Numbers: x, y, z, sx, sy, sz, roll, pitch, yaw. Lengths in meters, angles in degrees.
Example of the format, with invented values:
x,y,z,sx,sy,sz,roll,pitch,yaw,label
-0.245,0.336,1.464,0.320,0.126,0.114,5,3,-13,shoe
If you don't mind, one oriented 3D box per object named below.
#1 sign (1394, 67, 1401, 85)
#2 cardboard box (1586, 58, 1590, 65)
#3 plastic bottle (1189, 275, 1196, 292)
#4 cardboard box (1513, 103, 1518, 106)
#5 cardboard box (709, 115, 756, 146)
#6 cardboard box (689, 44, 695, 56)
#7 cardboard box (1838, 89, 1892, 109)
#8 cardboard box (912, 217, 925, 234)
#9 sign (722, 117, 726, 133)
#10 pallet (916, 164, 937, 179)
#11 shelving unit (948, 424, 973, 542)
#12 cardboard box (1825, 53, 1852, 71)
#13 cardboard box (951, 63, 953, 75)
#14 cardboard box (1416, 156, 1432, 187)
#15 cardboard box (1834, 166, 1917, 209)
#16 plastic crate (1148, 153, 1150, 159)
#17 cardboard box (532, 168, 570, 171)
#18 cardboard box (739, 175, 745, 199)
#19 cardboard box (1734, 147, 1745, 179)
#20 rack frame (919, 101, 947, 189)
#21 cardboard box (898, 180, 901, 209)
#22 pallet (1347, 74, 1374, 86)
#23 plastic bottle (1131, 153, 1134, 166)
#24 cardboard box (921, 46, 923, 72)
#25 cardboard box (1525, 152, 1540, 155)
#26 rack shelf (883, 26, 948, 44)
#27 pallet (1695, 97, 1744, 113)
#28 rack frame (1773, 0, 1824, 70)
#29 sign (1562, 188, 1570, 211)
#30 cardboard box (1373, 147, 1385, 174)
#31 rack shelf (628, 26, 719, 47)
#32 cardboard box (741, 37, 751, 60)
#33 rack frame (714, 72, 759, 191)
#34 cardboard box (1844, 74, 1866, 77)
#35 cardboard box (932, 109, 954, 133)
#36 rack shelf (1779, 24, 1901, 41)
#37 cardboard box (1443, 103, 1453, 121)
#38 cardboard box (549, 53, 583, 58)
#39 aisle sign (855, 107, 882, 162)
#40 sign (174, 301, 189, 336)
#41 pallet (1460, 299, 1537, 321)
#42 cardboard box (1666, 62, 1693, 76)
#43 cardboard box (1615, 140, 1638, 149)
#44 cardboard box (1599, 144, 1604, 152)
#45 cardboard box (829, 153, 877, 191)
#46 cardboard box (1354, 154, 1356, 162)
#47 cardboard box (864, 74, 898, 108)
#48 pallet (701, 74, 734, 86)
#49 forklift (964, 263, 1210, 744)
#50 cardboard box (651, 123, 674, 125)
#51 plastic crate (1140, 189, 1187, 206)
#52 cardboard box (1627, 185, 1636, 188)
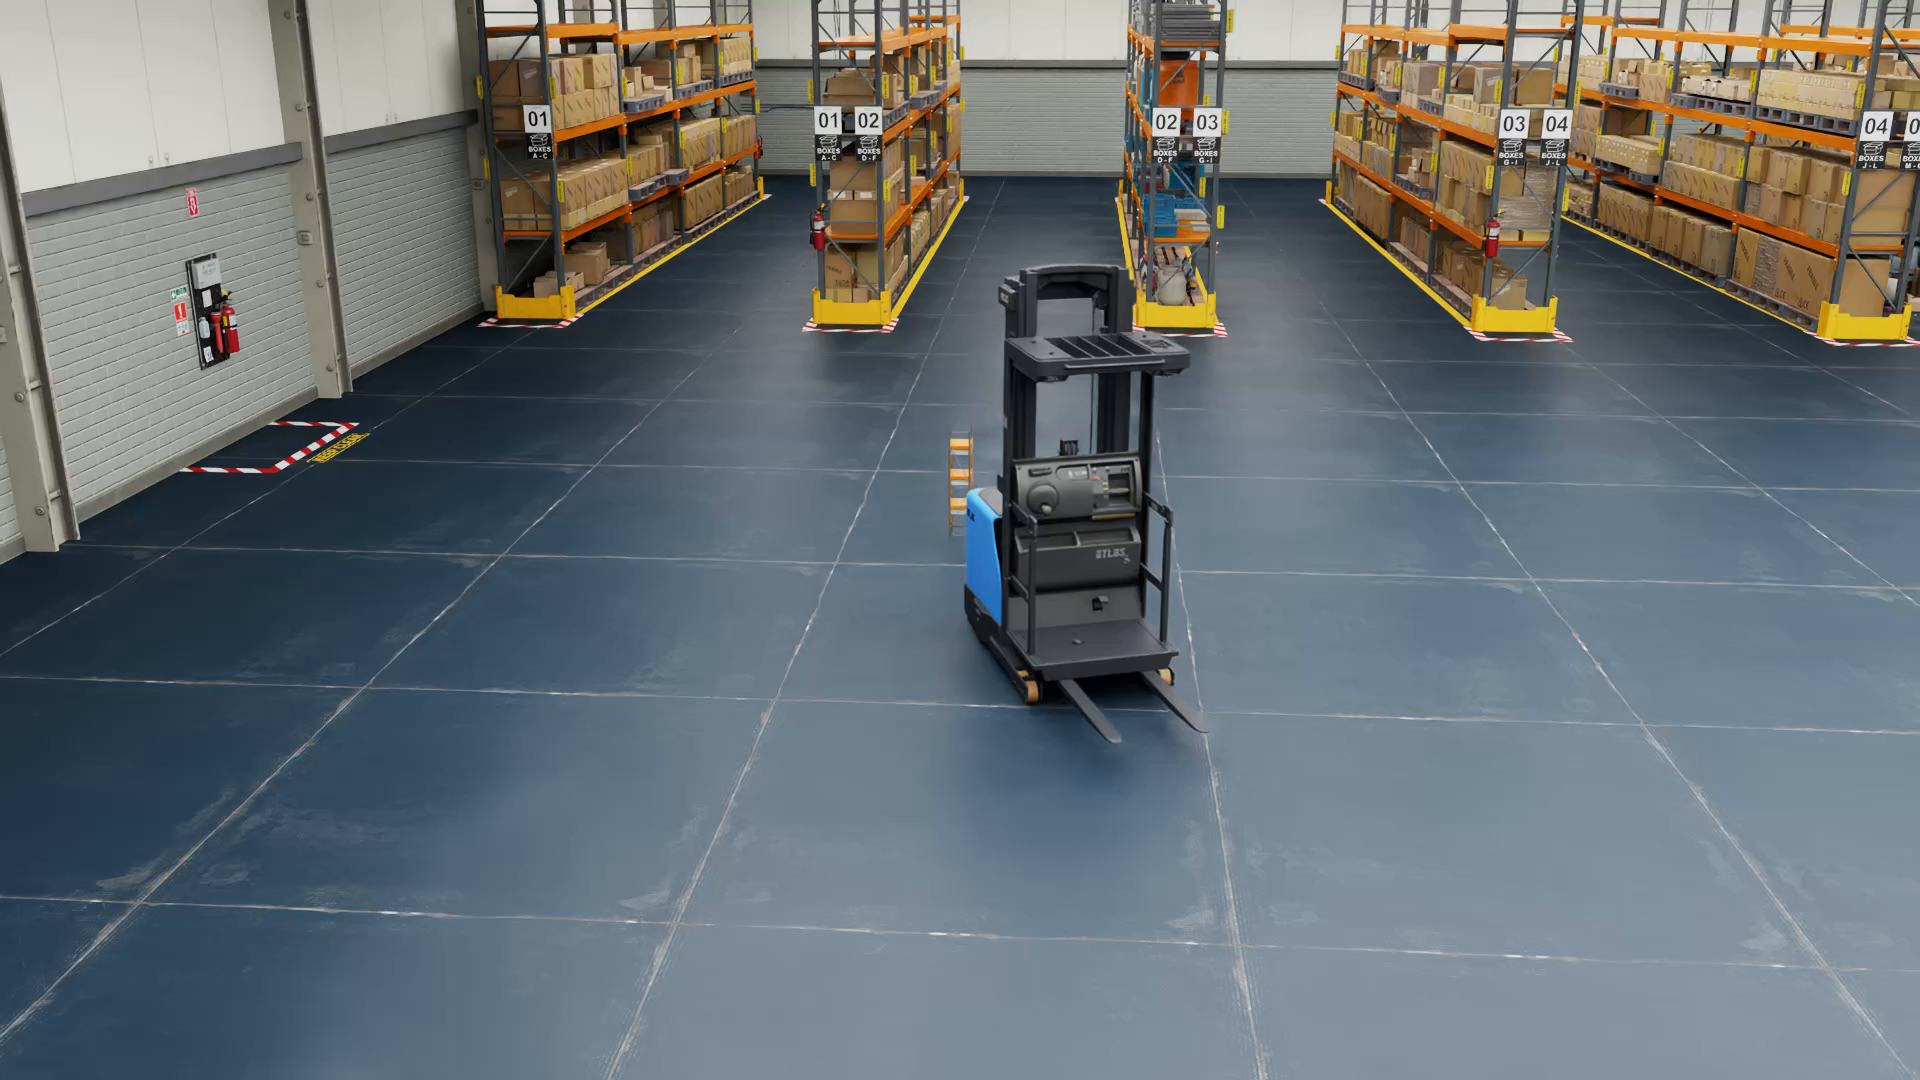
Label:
x,y,z,sx,sy,sz,roll,pitch,yaw,label
8.257,-8.752,31.367,0.100,0.325,0.005,1,18,4,sign
13.853,-10.415,36.198,0.380,0.149,0.250,1,18,4,cardboard box
3.737,-4.123,26.690,0.097,0.271,0.097,0,18,0,plastic bottle
8.614,-6.571,25.269,0.380,0.149,0.250,0,18,1,cardboard box
-5.465,-9.828,39.946,0.980,0.700,0.700,2,18,6,cardboard box
-5.919,-10.370,35.192,0.500,0.250,0.500,3,18,8,cardboard box
12.933,-6.302,23.777,0.500,0.250,0.500,2,18,5,cardboard box
-0.932,-5.923,31.351,0.500,0.311,0.500,1,18,4,cardboard box
-5.183,-9.106,36.489,0.100,0.325,0.005,1,18,4,sign
-1.092,-7.371,33.237,1.213,0.211,1.003,1,18,4,pallet
0.004,-0.516,15.137,0.215,1.050,0.252,1,18,4,shelving unit
19.046,-10.190,35.714,0.797,0.503,0.637,3,18,8,cardboard box
-0.420,-10.540,37.221,0.500,0.250,0.500,1,18,4,cardboard box
8.555,-6.575,29.658,0.797,0.503,0.637,3,18,10,cardboard box
13.242,-5.100,24.022,0.875,0.550,0.550,1,18,4,cardboard box
4.332,-8.425,36.473,0.396,0.136,0.243,1,18,4,plastic crate
-6.649,-5.794,27.120,0.500,0.500,0.500,2,18,5,cardboard box
-5.460,-8.325,39.179,0.700,0.500,0.500,1,18,2,cardboard box
13.493,-6.321,27.956,0.700,0.500,0.500,1,18,3,cardboard box
-0.784,-8.493,36.351,1.000,3.000,0.127,1,18,4,rack frame
-1.383,-5.918,28.332,0.700,0.500,0.500,1,18,2,cardboard box
9.256,-10.285,37.147,1.003,0.211,1.213,1,18,4,pallet
3.717,-8.073,35.270,0.152,0.276,0.135,1,18,4,plastic bottle
-0.997,-9.492,32.818,0.500,0.500,0.500,1,18,4,cardboard box
8.625,-5.683,25.531,0.500,0.500,0.500,1,18,4,cardboard box
-0.927,-10.190,33.696,1.077,0.370,4.000,1,18,4,rack shelf
13.679,-7.673,29.336,1.003,0.211,1.213,2,18,6,pallet
19.268,-12.142,37.855,1.000,3.000,0.127,1,18,4,rack frame
8.778,-4.943,24.127,0.100,0.325,0.005,1,18,4,sign
8.711,-7.708,33.797,0.500,0.500,0.500,2,18,5,cardboard box
-5.868,-10.300,34.029,1.077,0.370,4.000,1,18,4,rack shelf
-5.219,-11.569,39.123,0.500,0.500,0.500,1,18,4,cardboard box
-5.438,-9.844,40.476,1.000,3.000,0.127,1,18,4,rack frame
13.646,-6.983,25.215,0.380,0.149,0.250,2,18,5,cardboard box
-0.396,-9.475,37.584,0.500,0.500,0.500,1,18,2,cardboard box
19.125,-10.989,36.133,1.077,0.370,4.000,1,18,4,rack shelf
8.235,-7.006,27.237,0.500,0.250,0.500,1,18,2,cardboard box
-6.619,-7.929,28.016,0.500,0.500,0.500,2,18,5,cardboard box
-1.343,-5.974,24.489,0.394,0.787,0.004,1,18,4,aisle sign
-8.186,-2.329,17.484,0.001,0.329,0.234,1,18,4,sign
8.335,-3.493,25.572,1.003,0.211,1.213,1,18,4,pallet
13.520,-8.854,31.247,0.396,0.266,0.258,1,18,4,cardboard box
13.458,-7.977,33.552,0.380,0.149,0.250,2,18,6,cardboard box
13.533,-8.157,34.579,0.380,0.149,0.250,1,18,3,cardboard box
-1.594,-5.591,25.251,0.700,0.500,0.500,1,18,4,cardboard box
8.810,-8.333,36.268,0.380,0.149,0.250,2,18,5,cardboard box
-1.252,-7.014,25.963,0.500,0.500,0.500,1,18,4,cardboard box
-5.656,-10.239,37.007,1.003,0.211,1.213,1,18,4,pallet
0.906,-0.371,11.674,1.130,2.935,3.031,-5,19,-14,forklift
-6.121,-8.539,34.619,0.500,0.250,0.500,1,18,3,cardboard box
3.419,-5.707,27.949,0.767,0.338,0.504,1,18,4,plastic crate
14.235,-7.259,34.723,0.500,0.250,0.500,1,18,2,cardboard box
